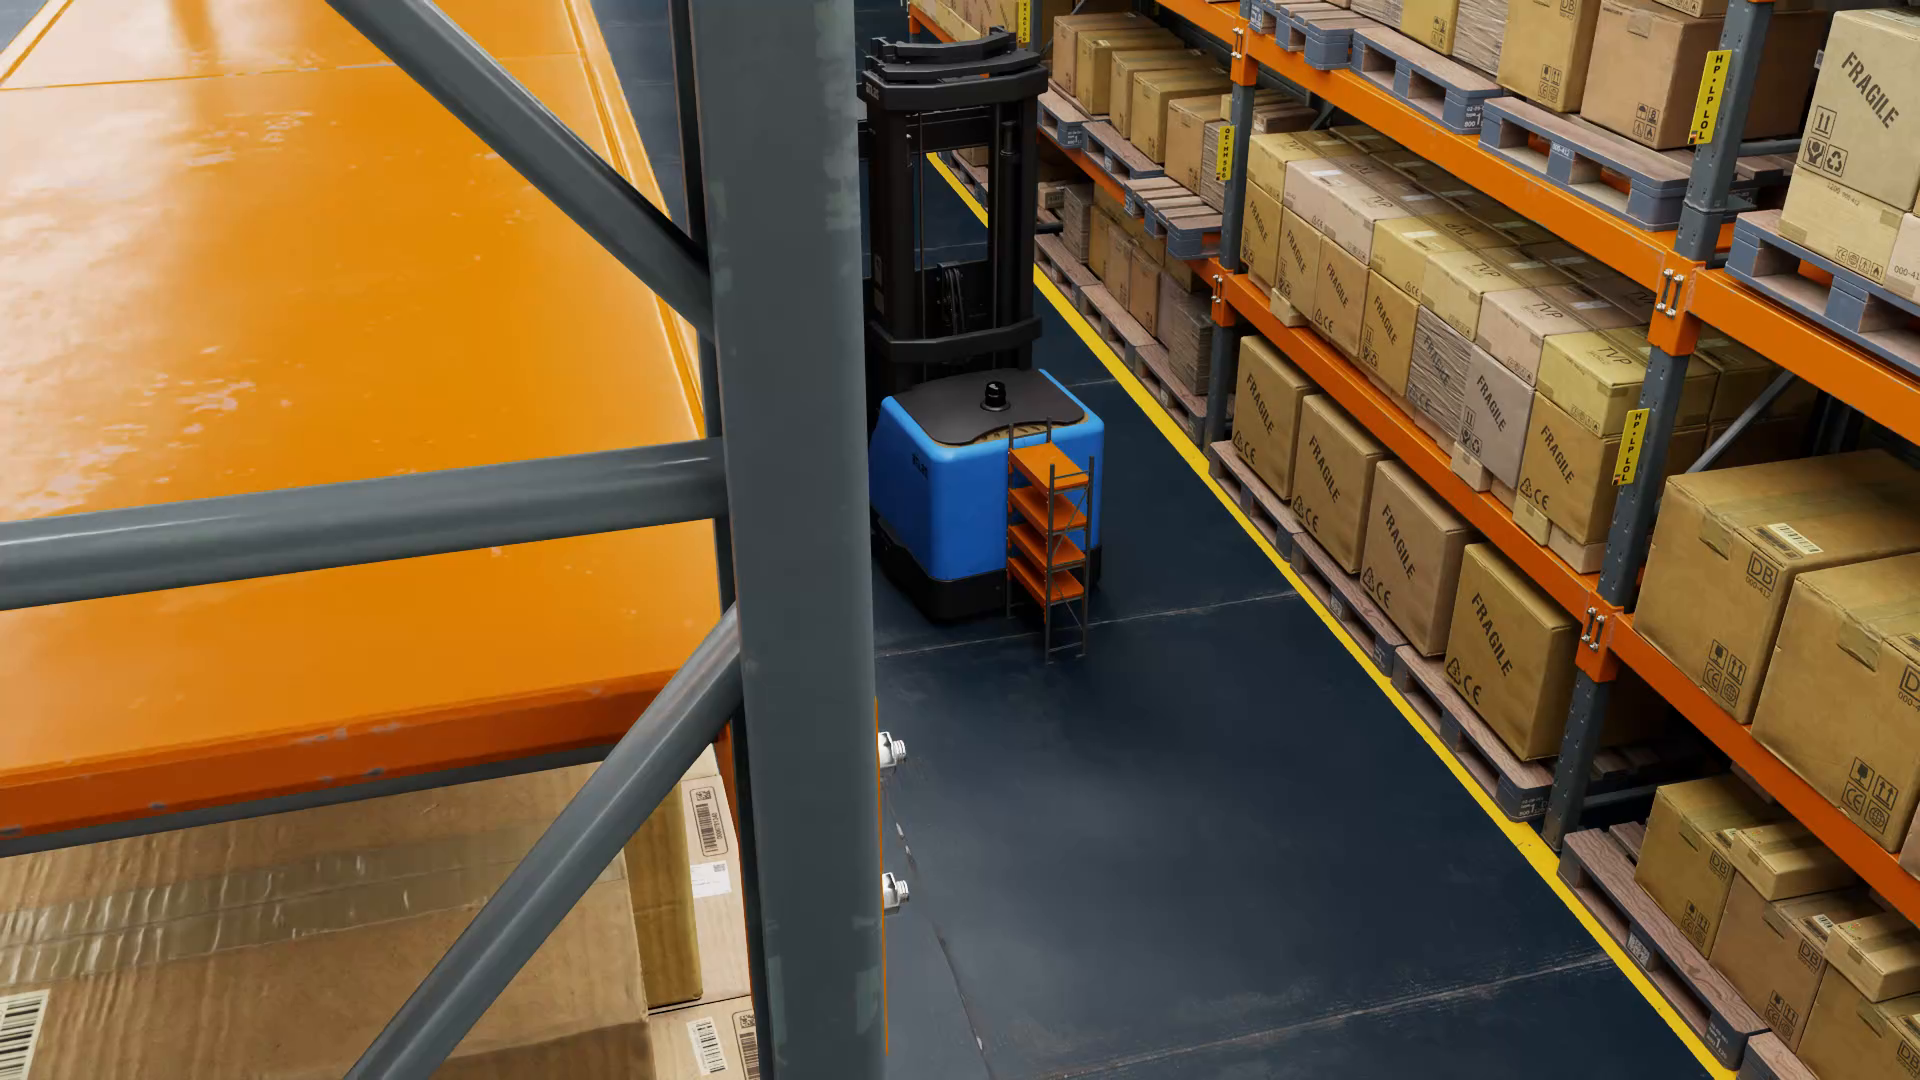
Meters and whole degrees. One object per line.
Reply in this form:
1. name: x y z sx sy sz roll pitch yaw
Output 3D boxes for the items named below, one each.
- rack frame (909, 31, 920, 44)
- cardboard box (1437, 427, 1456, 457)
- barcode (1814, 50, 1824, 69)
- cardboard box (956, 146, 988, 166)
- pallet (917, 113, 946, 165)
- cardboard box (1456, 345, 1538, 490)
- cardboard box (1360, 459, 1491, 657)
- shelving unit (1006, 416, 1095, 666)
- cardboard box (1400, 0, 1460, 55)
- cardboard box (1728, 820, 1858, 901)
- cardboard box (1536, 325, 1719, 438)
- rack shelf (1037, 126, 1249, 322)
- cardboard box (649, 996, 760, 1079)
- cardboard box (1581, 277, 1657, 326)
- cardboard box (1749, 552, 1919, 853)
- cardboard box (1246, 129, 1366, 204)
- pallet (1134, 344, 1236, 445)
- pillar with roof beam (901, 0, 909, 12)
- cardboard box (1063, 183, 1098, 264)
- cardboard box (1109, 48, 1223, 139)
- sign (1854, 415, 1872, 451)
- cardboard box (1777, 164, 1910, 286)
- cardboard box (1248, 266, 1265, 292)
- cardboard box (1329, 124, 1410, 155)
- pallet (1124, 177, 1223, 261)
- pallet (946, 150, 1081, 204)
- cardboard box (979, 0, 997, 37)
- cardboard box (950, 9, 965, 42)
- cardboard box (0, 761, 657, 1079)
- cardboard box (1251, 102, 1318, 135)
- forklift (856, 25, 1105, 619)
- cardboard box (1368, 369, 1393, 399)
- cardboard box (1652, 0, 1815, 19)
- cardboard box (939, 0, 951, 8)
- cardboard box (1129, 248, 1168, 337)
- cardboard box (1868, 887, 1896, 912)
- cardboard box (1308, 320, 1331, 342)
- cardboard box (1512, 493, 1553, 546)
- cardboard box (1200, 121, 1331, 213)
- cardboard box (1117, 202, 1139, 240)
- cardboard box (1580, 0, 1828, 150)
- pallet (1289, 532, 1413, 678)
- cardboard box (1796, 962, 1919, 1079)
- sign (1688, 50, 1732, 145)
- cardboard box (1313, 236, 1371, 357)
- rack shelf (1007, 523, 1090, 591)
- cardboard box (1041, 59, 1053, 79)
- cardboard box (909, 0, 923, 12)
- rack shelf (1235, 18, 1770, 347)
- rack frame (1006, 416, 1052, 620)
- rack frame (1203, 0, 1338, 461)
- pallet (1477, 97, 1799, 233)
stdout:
1. rack frame: -0.025 -5.770 16.955 1.000 3.000 0.127 -8 31 -13
2. cardboard box: 2.555 -0.496 8.074 0.380 0.149 0.250 -8 31 -13
3. barcode: 3.340 -1.860 6.447 0.001 0.075 0.075 -5 30 -9
4. cardboard box: 0.370 -3.896 15.774 0.700 0.500 0.500 -10 31 -16
5. pallet: 0.177 -4.129 16.904 1.003 0.211 1.213 -8 31 -13
6. cardboard box: 2.650 -0.589 7.588 0.500 0.500 0.500 -8 31 -13
7. cardboard box: 2.624 0.049 8.629 0.750 0.750 0.750 -7 31 -12
8. shelving unit: 0.463 0.009 8.768 0.258 1.200 0.503 -12 32 -20
9. cardboard box: 2.608 -2.693 8.107 0.700 0.500 0.500 -6 31 -11
10. cardboard box: 3.175 1.210 6.325 0.380 0.149 0.250 -7 31 -12
11. cardboard box: 2.790 -0.671 6.980 0.500 0.250 0.500 -7 31 -12
12. rack shelf: 1.568 -2.560 12.129 1.077 0.370 4.000 -8 31 -13
13. cardboard box: -0.438 0.886 2.112 0.500 0.250 0.500 -8 31 -13
14. cardboard box: 3.144 -0.988 7.528 0.500 0.250 0.500 -7 31 -13
15. cardboard box: 3.477 0.514 5.800 0.980 0.700 0.700 -9 31 -15
16. cardboard box: 1.978 -2.144 9.525 0.500 0.250 0.500 -7 31 -12
17. pallet: 1.893 -1.077 11.630 1.003 0.211 1.213 -8 31 -13
18. pillar with roof beam: -4.748 -10.468 19.084 9.100 9.000 0.400 -8 31 -13
19. cardboard box: 1.248 -2.593 13.523 0.700 0.500 0.500 -7 31 -12
20. cardboard box: 1.485 -3.236 12.039 0.700 0.500 0.500 -4 30 -6
21. sign: 3.695 -0.457 6.834 0.100 0.325 0.005 -8 31 -13
22. cardboard box: 3.090 -1.063 5.460 0.500 0.250 0.500 -8 31 -13
23. cardboard box: 1.963 -1.616 10.009 0.380 0.149 0.250 -8 31 -14
24. cardboard box: 2.469 -2.226 9.668 0.500 0.250 0.500 -7 31 -12
25. pallet: 1.807 -2.153 10.898 1.213 0.211 1.003 -8 31 -13
26. pallet: 0.497 -3.541 15.888 1.003 0.211 1.213 -8 31 -13
27. cardboard box: 0.475 -4.534 14.200 0.500 0.500 0.500 -8 31 -14
28. cardboard box: 0.212 -4.695 15.229 0.500 0.250 0.500 -8 31 -13
29. cardboard box: -0.705 0.598 1.861 0.700 0.500 0.500 -8 31 -13
30. cardboard box: 1.978 -2.583 10.263 0.380 0.149 0.250 -12 32 -20
31. forklift: -0.248 -1.558 9.747 1.130 2.935 3.031 -12 32 -20
32. cardboard box: 2.380 -0.877 8.732 0.380 0.149 0.250 -8 31 -13
33. cardboard box: 3.053 -2.273 6.632 0.500 0.250 0.500 -6 31 -10
34. cardboard box: 0.065 -5.277 15.485 0.500 0.500 0.500 -9 31 -15
35. cardboard box: 1.673 -1.856 12.249 0.700 0.500 0.500 -8 31 -14
36. cardboard box: 3.625 1.305 6.160 0.380 0.149 0.250 -9 31 -15
37. cardboard box: 2.196 -1.248 9.374 0.380 0.149 0.250 -8 31 -14
38. cardboard box: 2.708 -0.118 7.422 0.380 0.149 0.250 -7 31 -12
39. cardboard box: 1.964 -2.365 10.534 0.700 0.500 0.500 -12 32 -19
40. cardboard box: 1.510 -2.455 12.535 0.500 0.250 0.500 -9 31 -15
41. cardboard box: 3.033 -1.945 6.815 0.700 0.500 0.500 -10 31 -16
42. pallet: 2.555 0.280 9.287 1.003 0.211 1.213 -8 31 -13
43. cardboard box: 3.524 1.792 5.966 0.700 0.500 0.500 -7 31 -12
44. sign: 2.640 -1.555 5.849 0.100 0.325 0.005 -8 31 -13
45. cardboard box: 2.242 -1.324 8.857 0.500 0.500 0.500 -8 31 -13
46. rack shelf: 0.463 0.067 8.802 0.258 0.148 0.480 -12 32 -20
47. cardboard box: 0.619 -3.970 13.975 0.500 0.250 0.500 -8 31 -13
48. cardboard box: -0.201 -5.435 16.507 0.500 0.250 0.500 -9 31 -15
49. rack shelf: 2.629 -1.927 8.039 1.077 0.370 4.000 -8 31 -13
50. rack frame: 0.367 -0.104 8.962 0.240 1.200 0.015 -12 32 -20
51. rack frame: 2.099 -1.906 10.279 1.000 3.000 0.127 -8 31 -13
52. pallet: 2.869 -1.626 6.992 0.805 0.209 1.217 -9 31 -15
